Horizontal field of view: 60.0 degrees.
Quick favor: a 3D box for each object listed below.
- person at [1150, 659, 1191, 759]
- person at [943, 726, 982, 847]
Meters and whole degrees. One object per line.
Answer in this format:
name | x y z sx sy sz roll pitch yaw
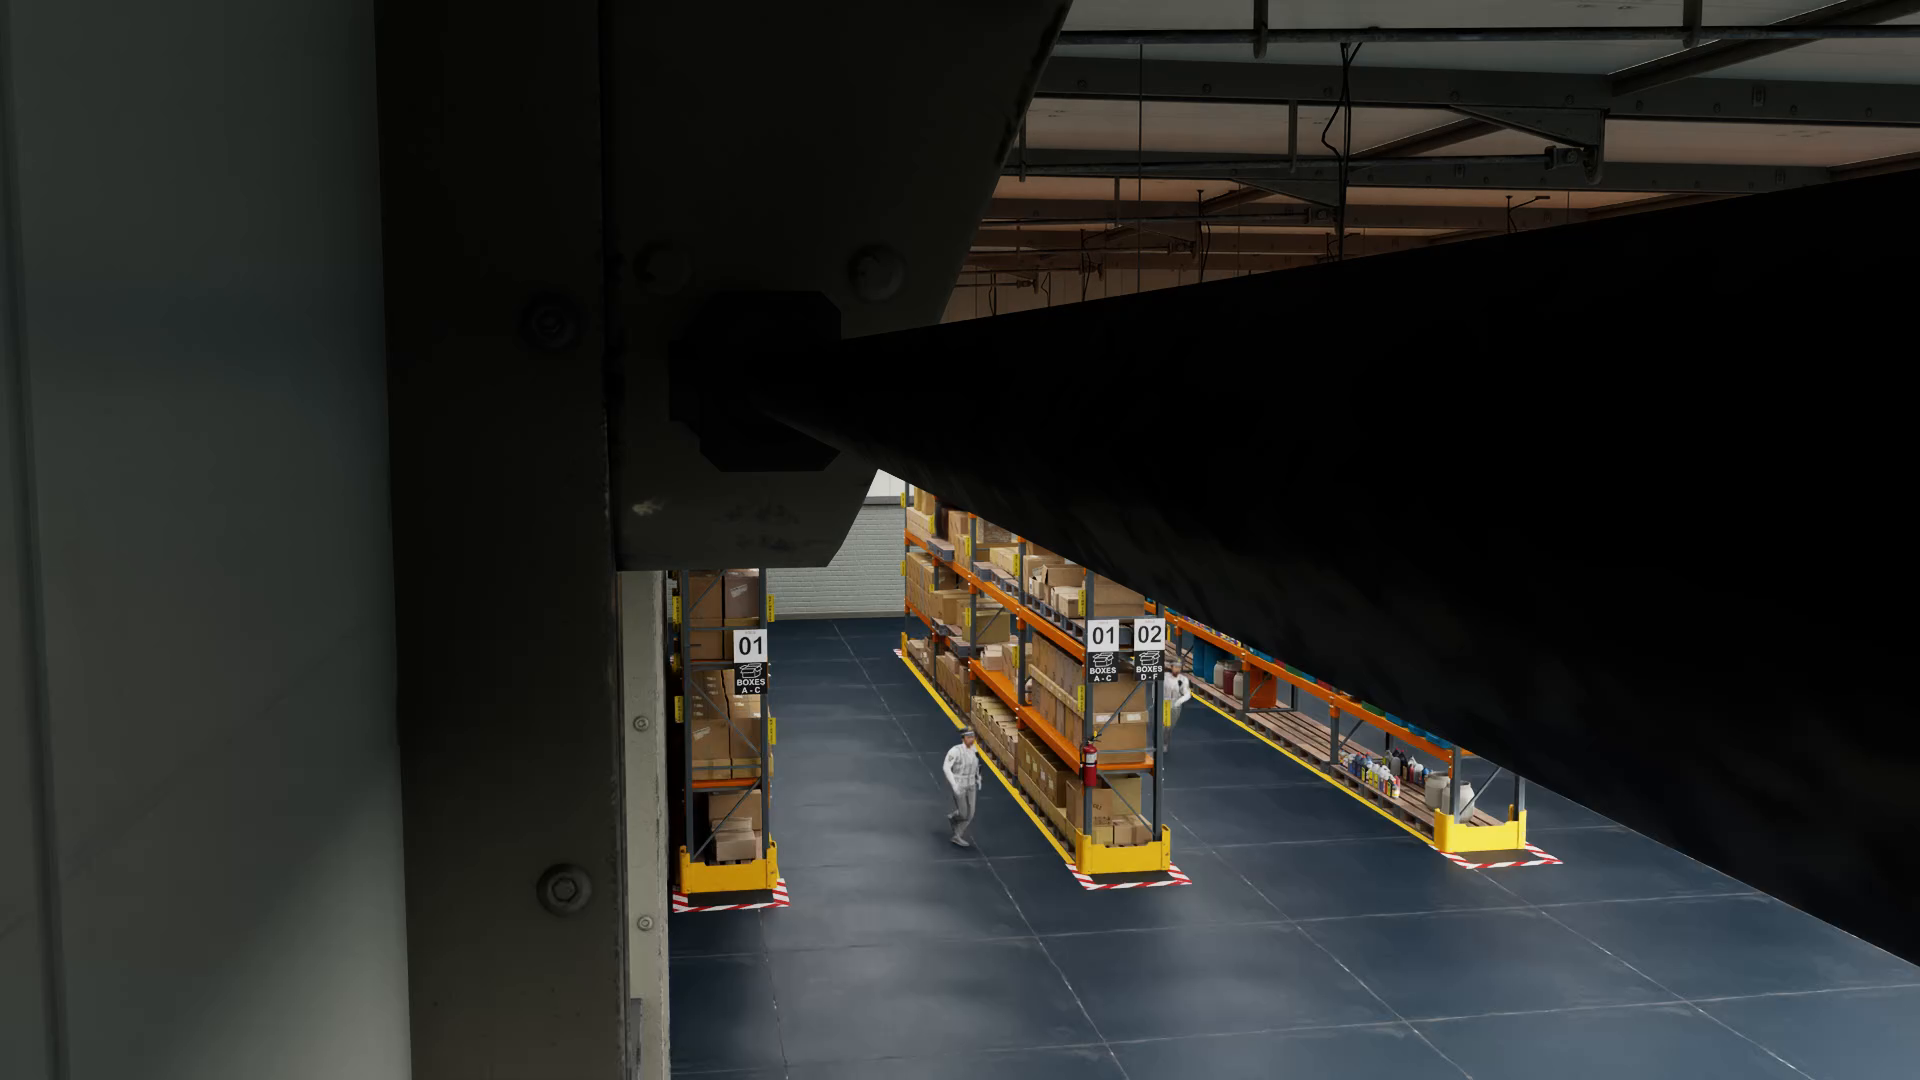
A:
person | 3.382 2.712 26.843 0.662 1.663 0.787 0 6 4
person | 0.009 3.240 22.096 0.618 1.632 0.522 -4 7 -32
